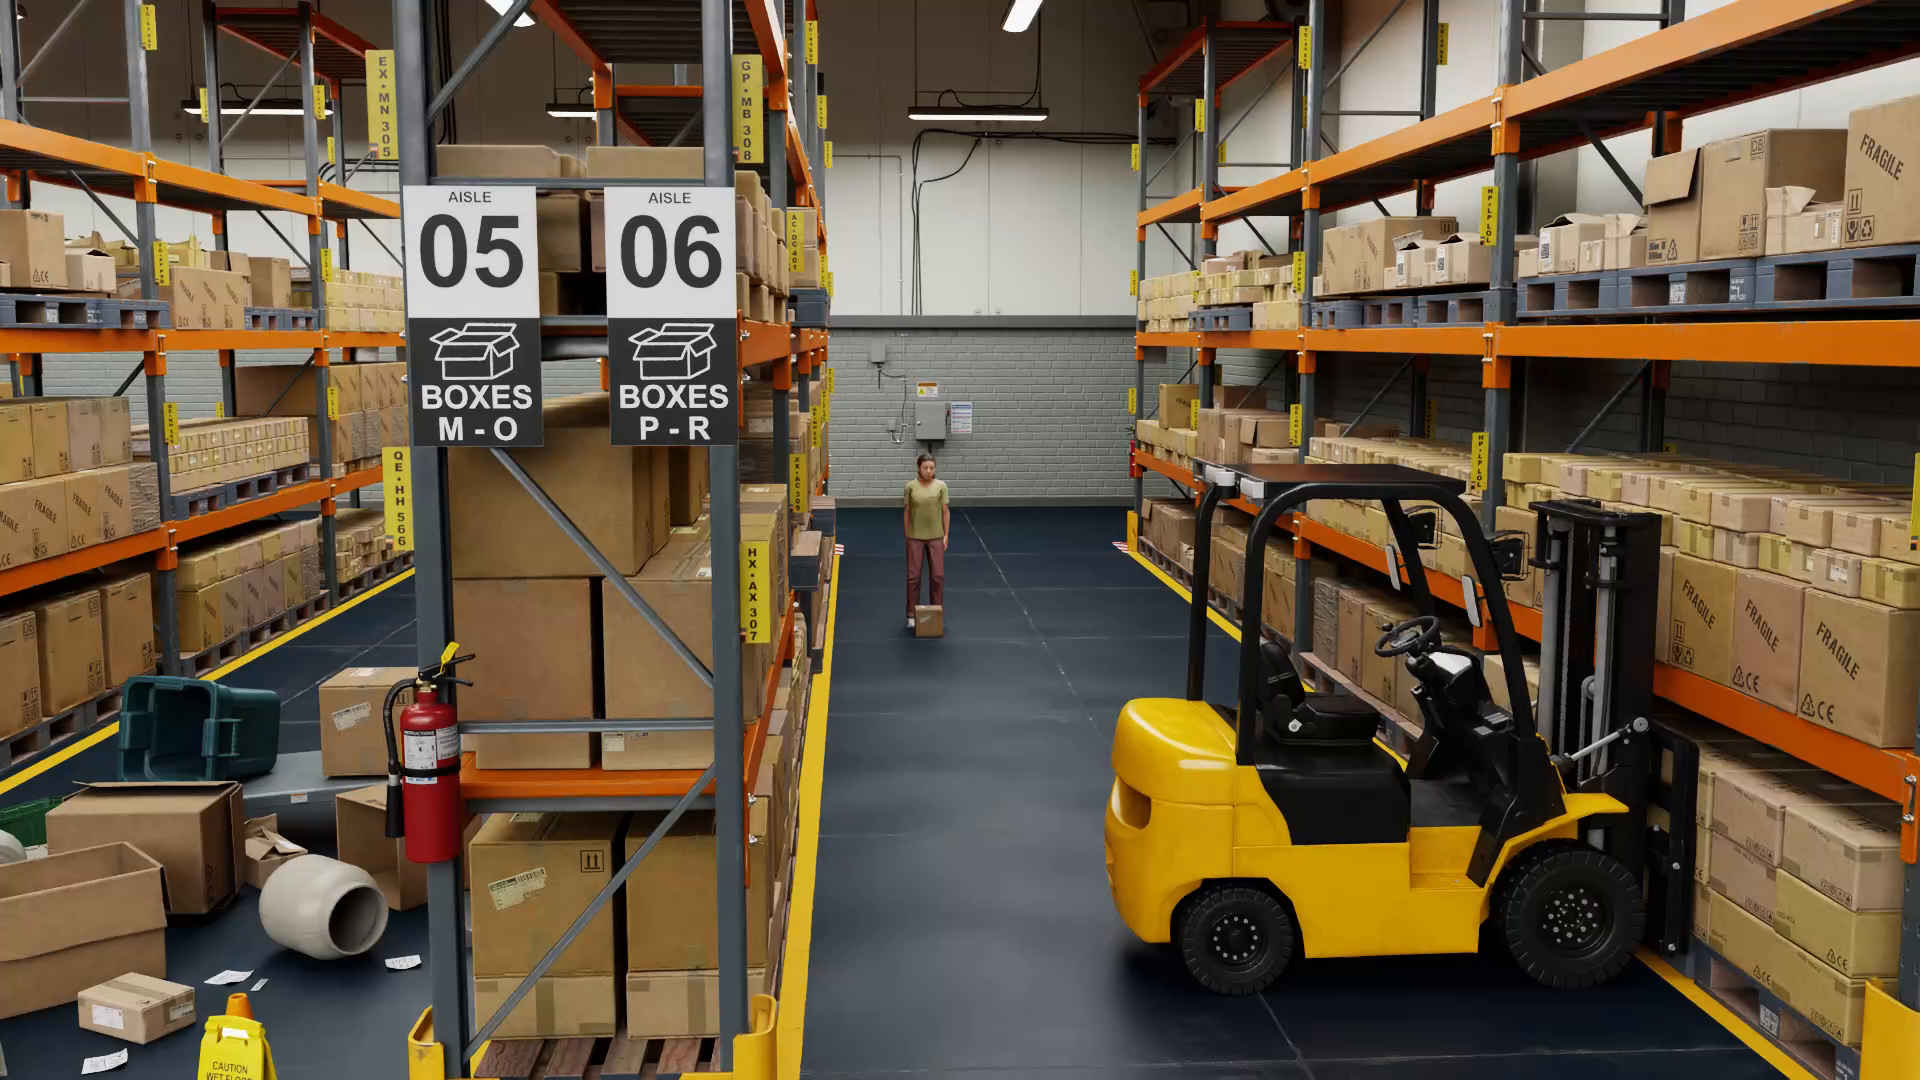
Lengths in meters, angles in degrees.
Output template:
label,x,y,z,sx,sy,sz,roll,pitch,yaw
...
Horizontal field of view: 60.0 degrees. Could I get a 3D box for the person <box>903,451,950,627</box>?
label,x,y,z,sx,sy,sz,roll,pitch,yaw
person,-0.318,-0.008,15.862,0.447,1.674,0.344,0,7,-3
